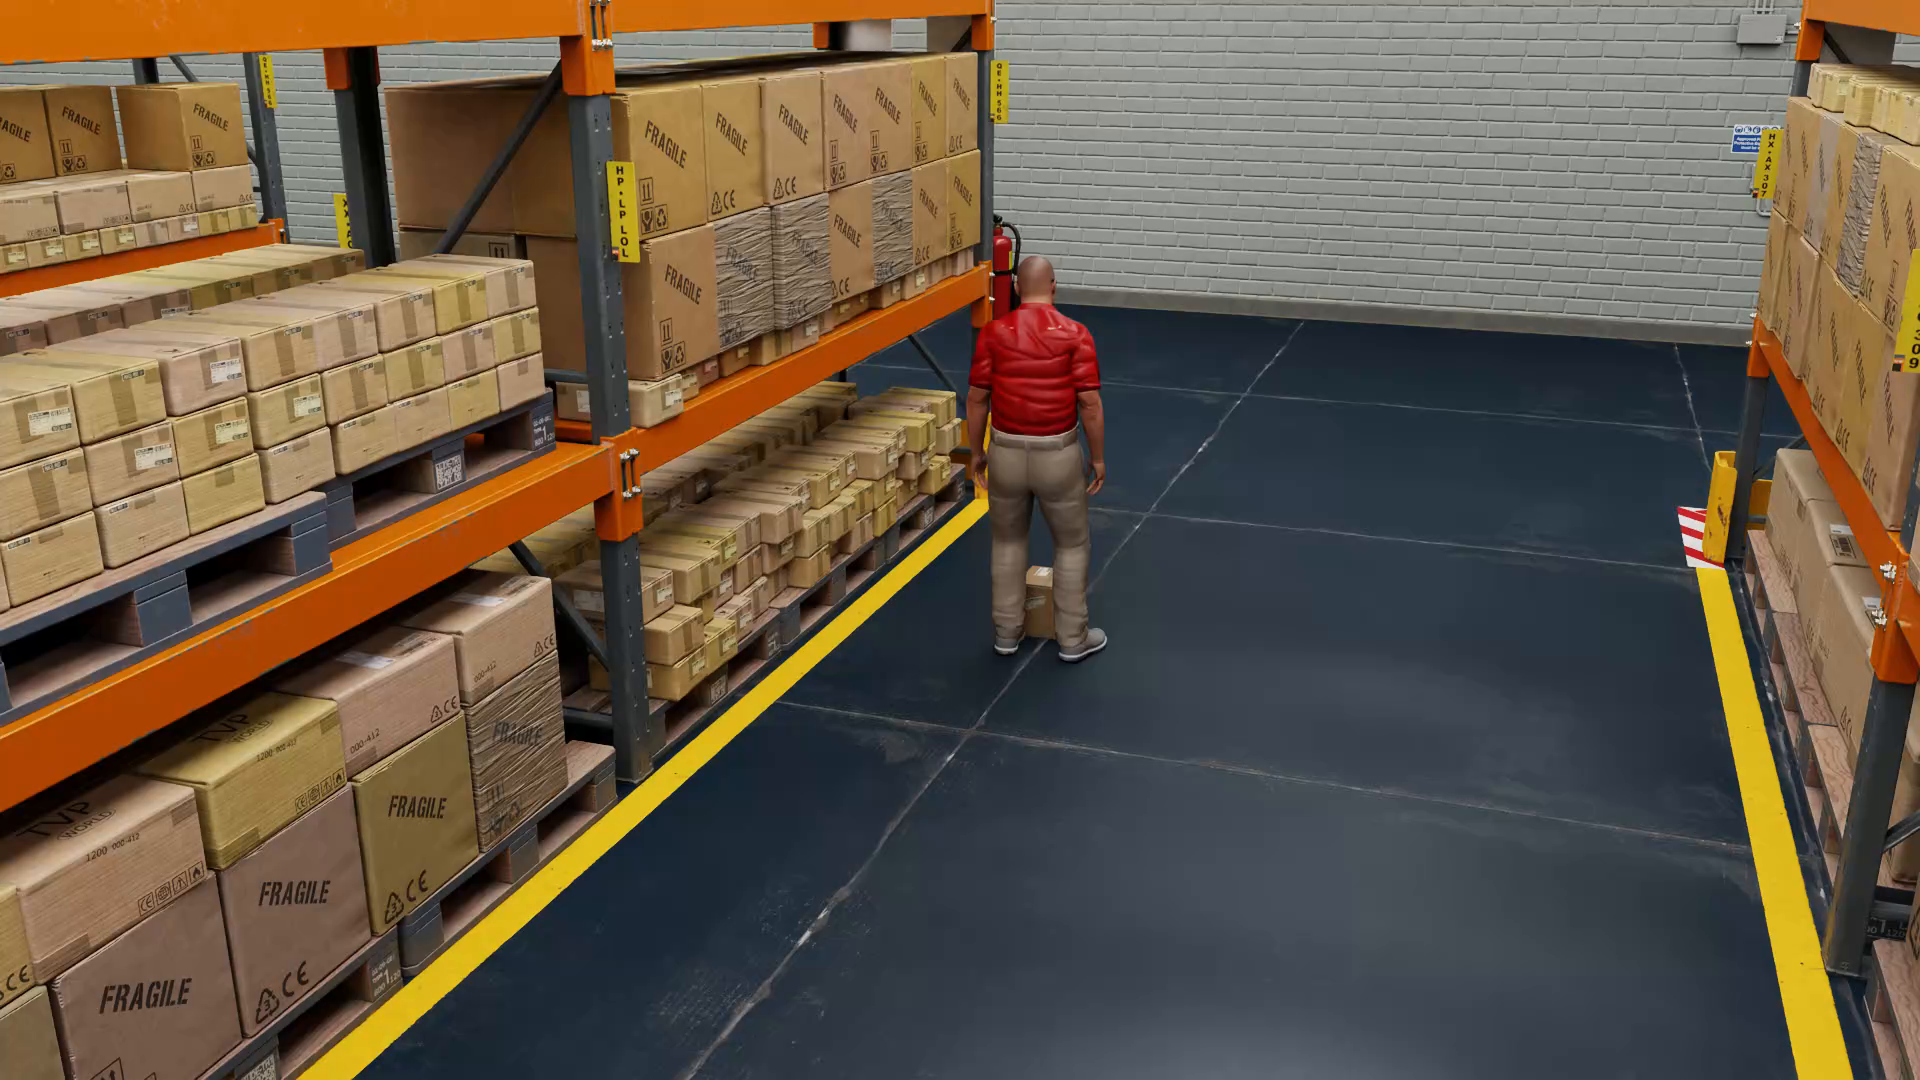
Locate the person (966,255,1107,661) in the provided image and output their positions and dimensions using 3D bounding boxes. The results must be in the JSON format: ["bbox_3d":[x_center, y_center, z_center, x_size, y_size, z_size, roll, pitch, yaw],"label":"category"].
[{"bbox_3d":[0.331,-0.338,7.092,0.604,1.726,0.394,5,19,14],"label":"person"}]
